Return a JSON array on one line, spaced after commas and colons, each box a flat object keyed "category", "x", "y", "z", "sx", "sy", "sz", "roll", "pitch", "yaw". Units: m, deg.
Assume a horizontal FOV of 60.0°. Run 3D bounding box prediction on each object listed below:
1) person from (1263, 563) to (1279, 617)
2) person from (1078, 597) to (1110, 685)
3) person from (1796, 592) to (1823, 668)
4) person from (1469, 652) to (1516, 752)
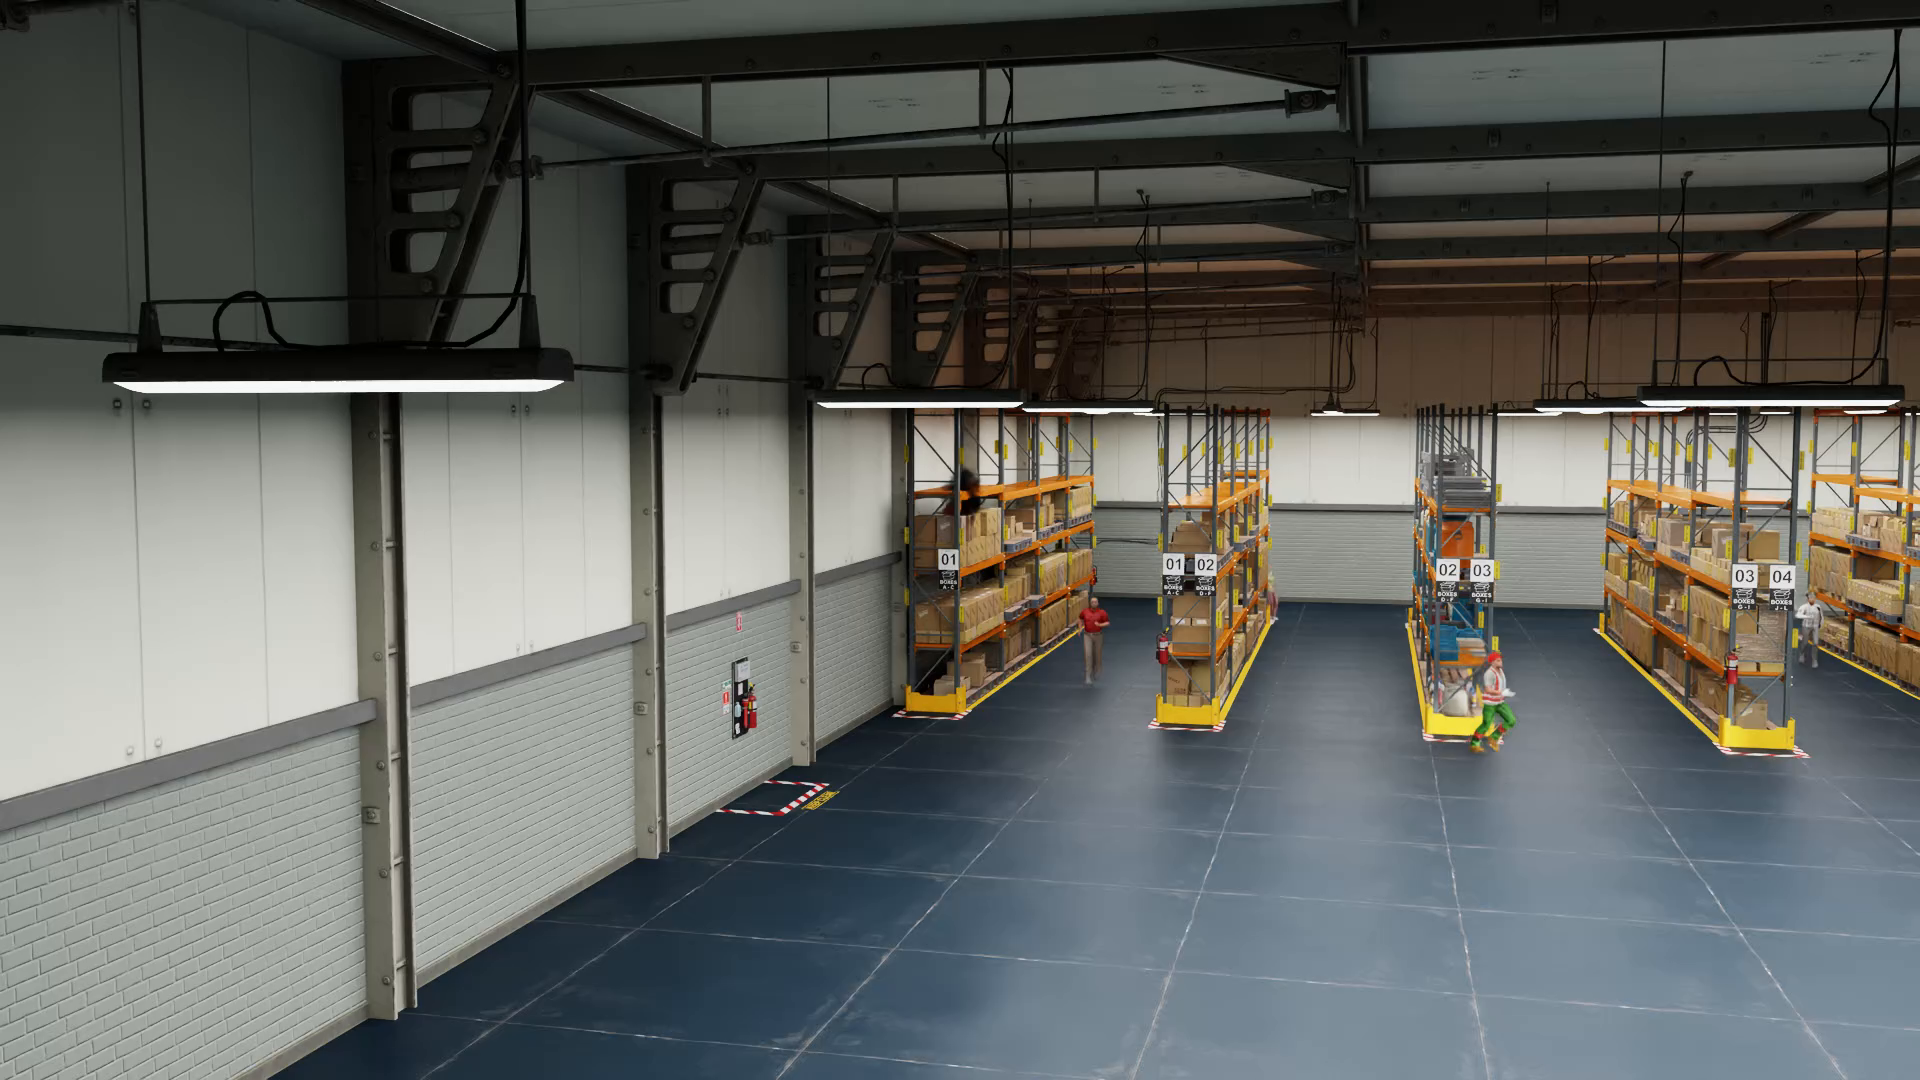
[{"category": "person", "x": 8.799, "y": 1.431, "z": 47.599, "sx": 0.570, "sy": 1.553, "sz": 0.616, "roll": 4, "pitch": 6, "yaw": 43}, {"category": "person", "x": 2.771, "y": 2.062, "z": 34.473, "sx": 0.653, "sy": 1.756, "sz": 0.853, "roll": 0, "pitch": 4, "yaw": 5}, {"category": "person", "x": 19.697, "y": 2.053, "z": 38.535, "sx": 0.647, "sy": 1.721, "sz": 0.863, "roll": 1, "pitch": 4, "yaw": 9}, {"category": "person", "x": 9.122, "y": 2.764, "z": 28.311, "sx": 0.679, "sy": 1.734, "sz": 0.836, "roll": -3, "pitch": 5, "yaw": -40}]
